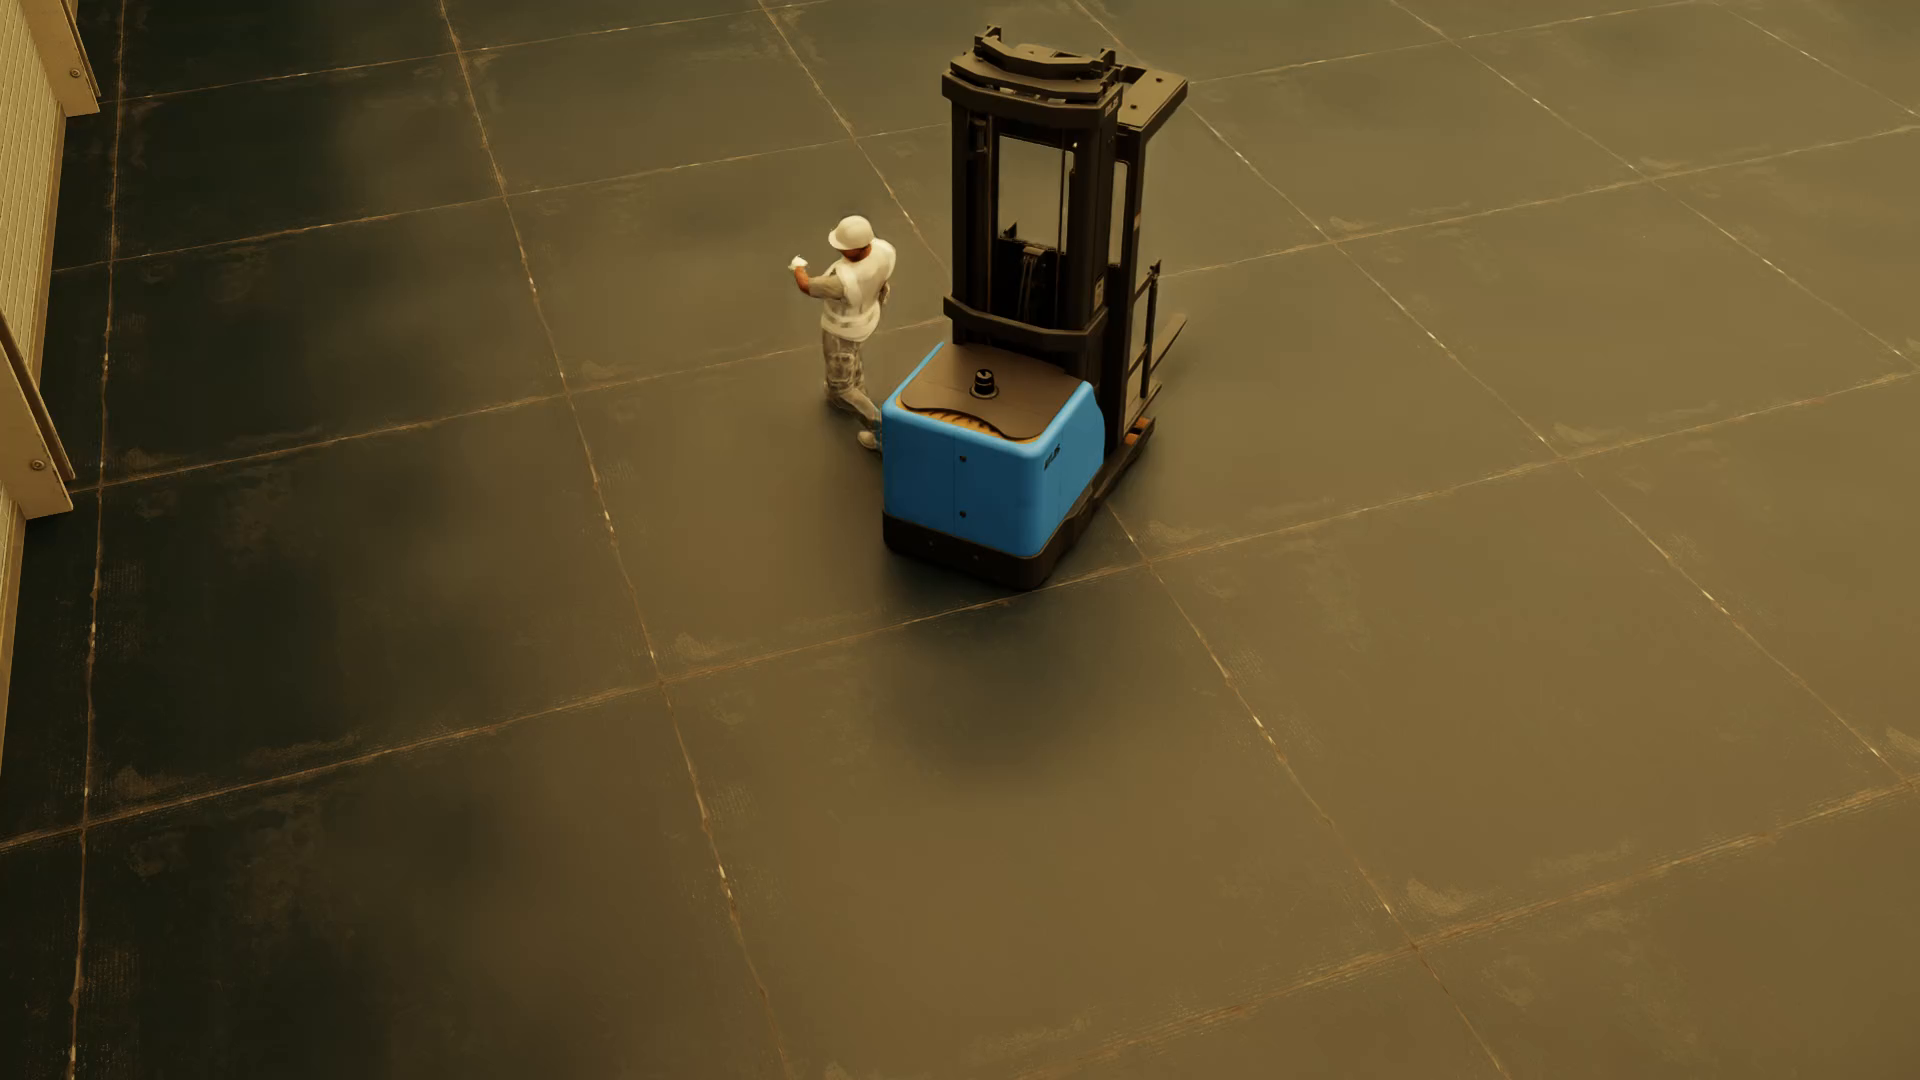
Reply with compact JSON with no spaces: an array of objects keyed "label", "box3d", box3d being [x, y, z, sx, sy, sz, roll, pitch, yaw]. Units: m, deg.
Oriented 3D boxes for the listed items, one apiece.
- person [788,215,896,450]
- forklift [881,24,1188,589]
[{"label":"person","box3d":[-0.693,-1.462,10.739,0.869,1.659,0.803,14,42,16]},{"label":"forklift","box3d":[0.639,-1.775,10.110,1.130,2.935,3.031,18,43,20]}]
